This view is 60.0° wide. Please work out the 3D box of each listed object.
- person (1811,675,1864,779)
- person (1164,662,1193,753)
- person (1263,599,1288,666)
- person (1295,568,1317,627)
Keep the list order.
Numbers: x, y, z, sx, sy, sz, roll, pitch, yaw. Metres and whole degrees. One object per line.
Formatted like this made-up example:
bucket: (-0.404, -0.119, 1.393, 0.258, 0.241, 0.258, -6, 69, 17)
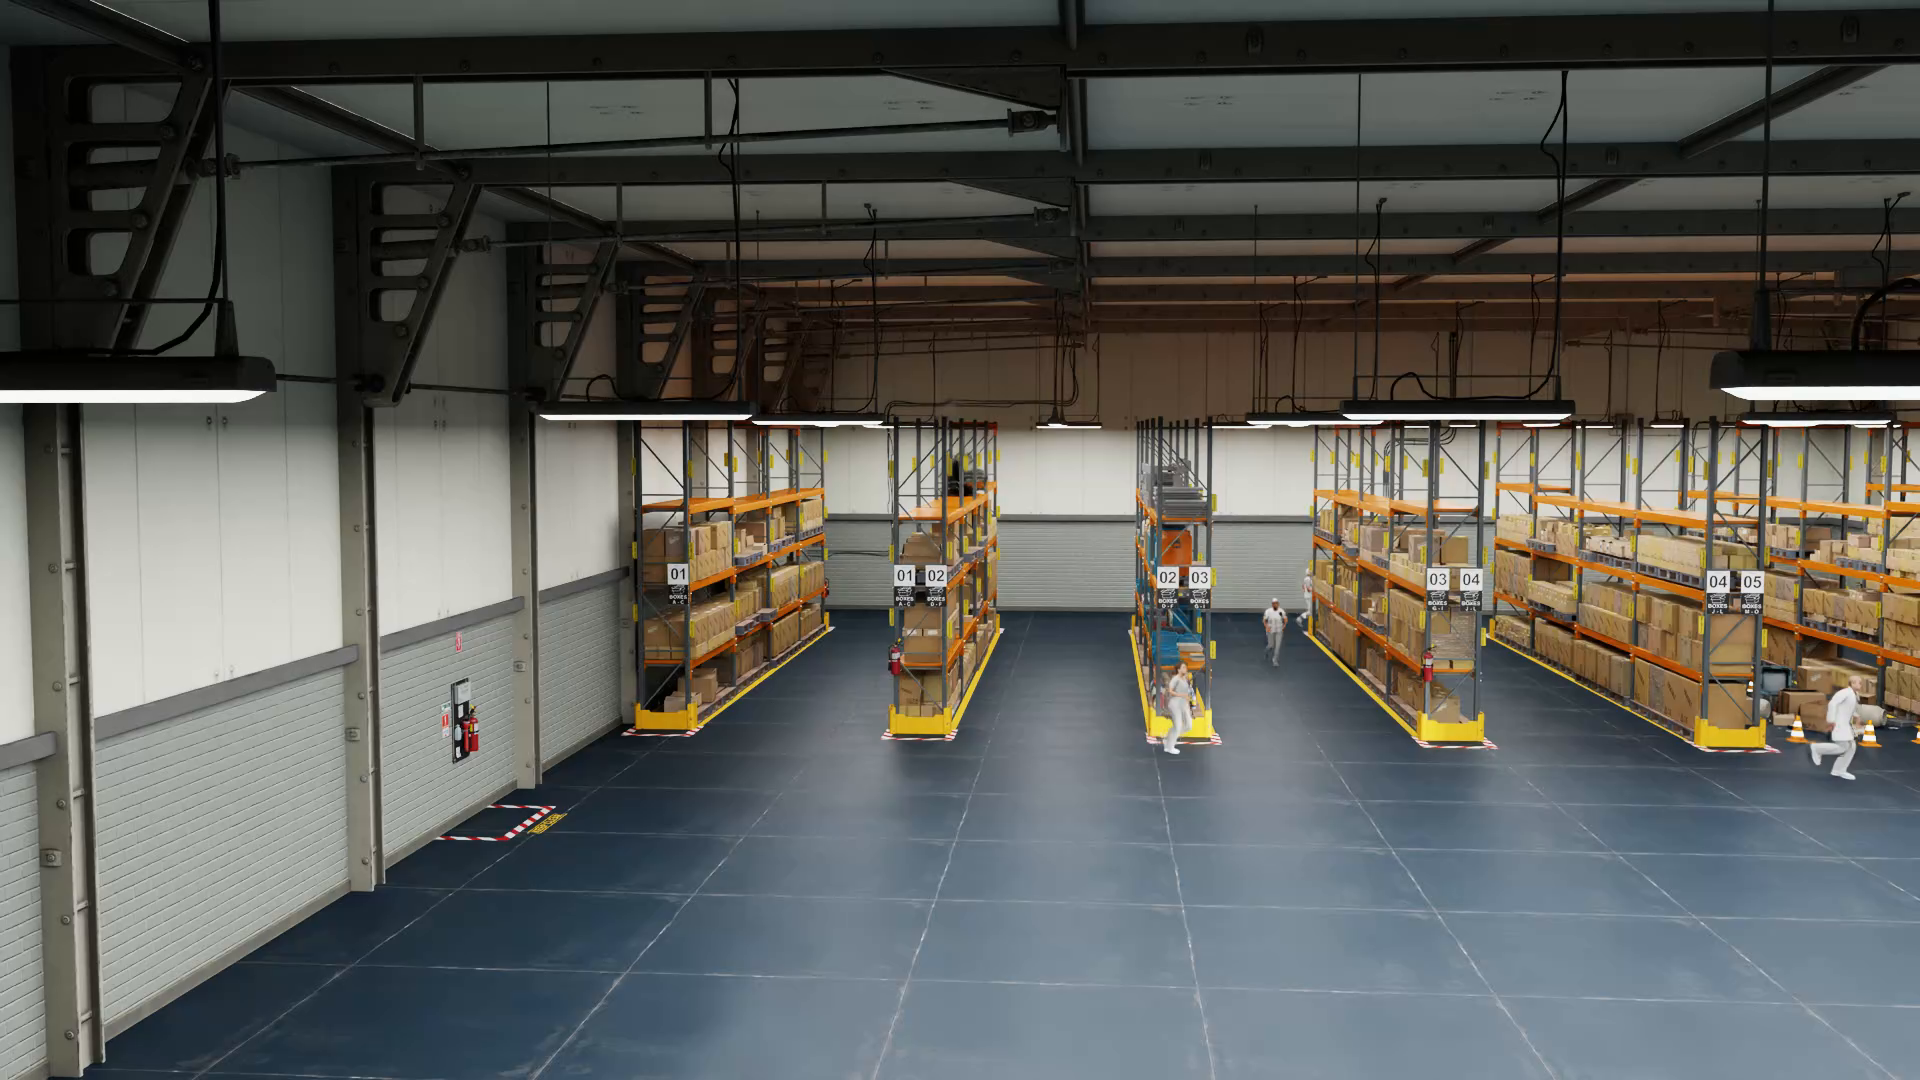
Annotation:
person: (14.567, 3.125, 27.629, 0.766, 1.614, 0.700, 3, 5, 42)
person: (3.940, 2.977, 29.677, 0.581, 1.621, 0.582, 3, 5, 40)
person: (7.750, 2.254, 40.845, 0.602, 1.643, 0.601, 0, 4, 3)
person: (10.082, 1.698, 48.033, 0.794, 1.773, 0.680, 1, 4, 11)
